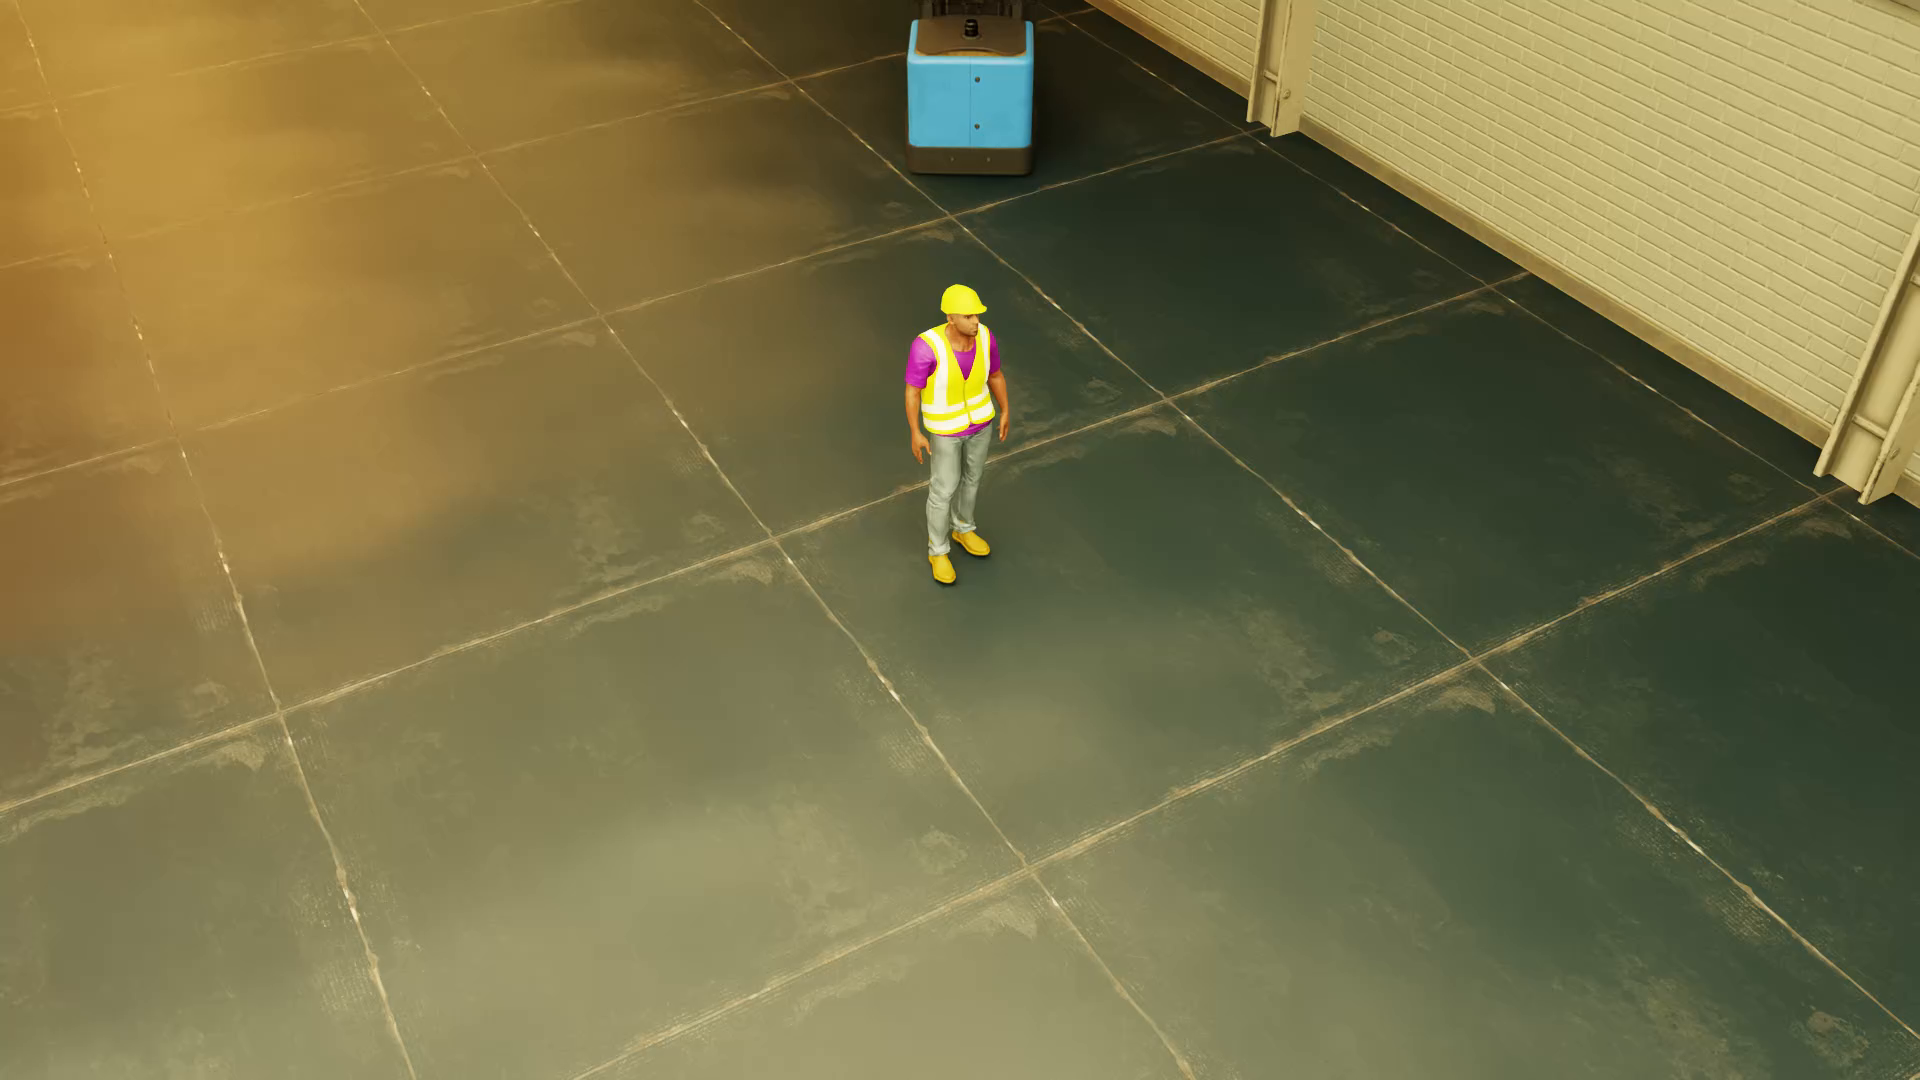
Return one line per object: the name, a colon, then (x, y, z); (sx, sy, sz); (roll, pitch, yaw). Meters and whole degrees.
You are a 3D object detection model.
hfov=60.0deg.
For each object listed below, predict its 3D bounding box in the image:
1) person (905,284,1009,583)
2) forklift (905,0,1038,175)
person: (0.029, -0.645, 9.715); (0.665, 1.765, 0.577); (-20, 44, -23)
forklift: (0.122, -5.098, 14.182); (1.130, 2.935, 3.031); (1, 40, 1)
